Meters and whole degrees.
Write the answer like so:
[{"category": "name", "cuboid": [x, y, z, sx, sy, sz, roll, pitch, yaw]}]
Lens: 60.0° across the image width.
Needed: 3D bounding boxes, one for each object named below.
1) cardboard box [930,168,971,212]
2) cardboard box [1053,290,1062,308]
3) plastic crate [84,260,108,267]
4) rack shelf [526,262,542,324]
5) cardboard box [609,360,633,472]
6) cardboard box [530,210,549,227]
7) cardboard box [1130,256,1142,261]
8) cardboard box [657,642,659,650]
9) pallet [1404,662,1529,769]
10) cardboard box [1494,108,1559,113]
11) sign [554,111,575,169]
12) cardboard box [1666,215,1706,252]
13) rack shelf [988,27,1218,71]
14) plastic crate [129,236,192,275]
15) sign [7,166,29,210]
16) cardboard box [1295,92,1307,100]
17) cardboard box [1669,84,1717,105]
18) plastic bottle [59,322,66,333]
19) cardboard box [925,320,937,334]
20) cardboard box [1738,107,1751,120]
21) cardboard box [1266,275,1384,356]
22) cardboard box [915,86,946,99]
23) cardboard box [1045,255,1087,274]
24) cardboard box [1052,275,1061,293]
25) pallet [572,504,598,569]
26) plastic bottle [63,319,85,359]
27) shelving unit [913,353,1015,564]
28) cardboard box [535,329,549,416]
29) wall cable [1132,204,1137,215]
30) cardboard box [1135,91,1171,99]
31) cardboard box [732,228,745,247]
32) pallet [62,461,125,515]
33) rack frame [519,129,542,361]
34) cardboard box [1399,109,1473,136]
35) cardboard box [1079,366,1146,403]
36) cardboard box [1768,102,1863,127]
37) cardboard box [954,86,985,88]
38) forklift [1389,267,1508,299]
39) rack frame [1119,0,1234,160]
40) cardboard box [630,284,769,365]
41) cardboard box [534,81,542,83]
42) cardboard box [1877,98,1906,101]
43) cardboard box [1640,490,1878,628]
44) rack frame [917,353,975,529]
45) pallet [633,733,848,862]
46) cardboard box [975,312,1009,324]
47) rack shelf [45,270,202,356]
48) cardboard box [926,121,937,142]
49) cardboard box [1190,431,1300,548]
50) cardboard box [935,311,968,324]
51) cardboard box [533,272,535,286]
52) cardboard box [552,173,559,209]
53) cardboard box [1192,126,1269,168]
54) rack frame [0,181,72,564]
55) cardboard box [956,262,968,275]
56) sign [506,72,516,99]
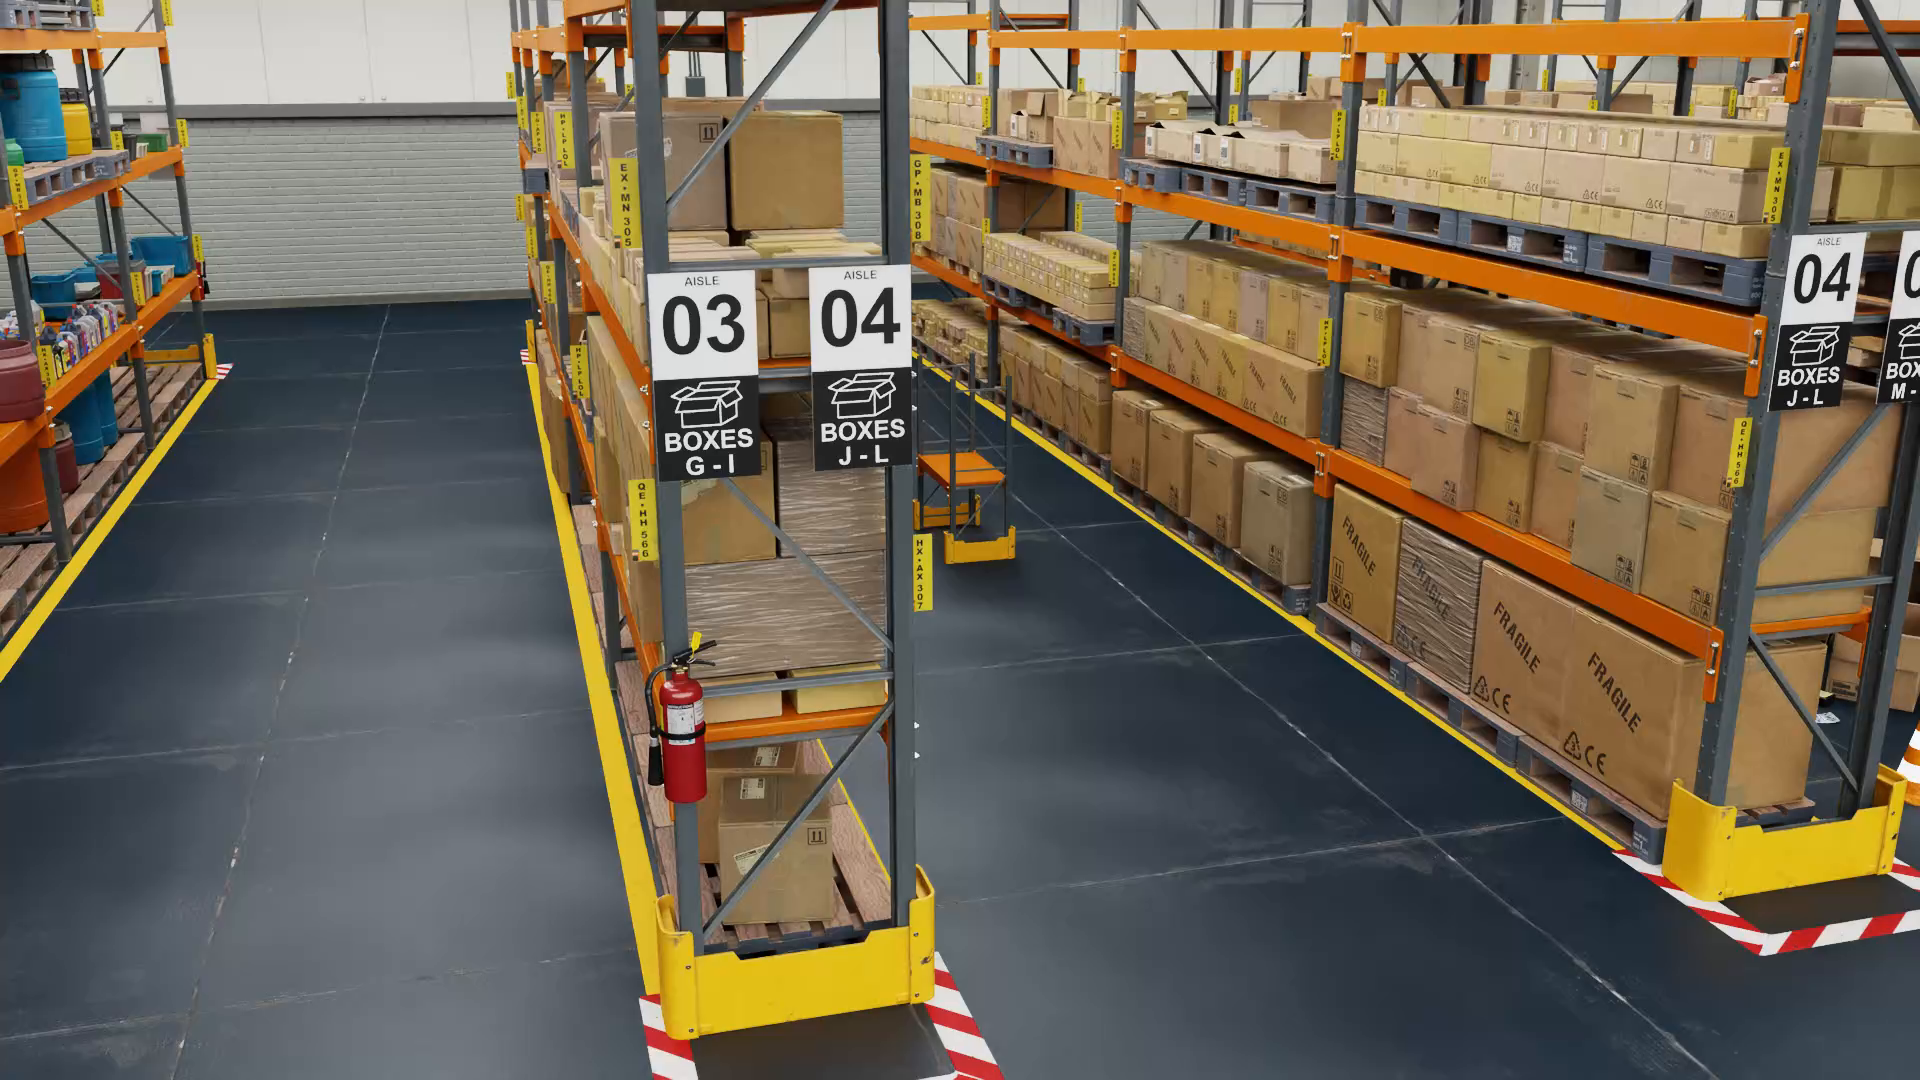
[{"category": "cardboard box", "cuboid": [-0.150, -4.437, 21.081, 0.500, 0.500, 0.500, -5, 17, -16]}, {"category": "cardboard box", "cuboid": [1.134, -2.375, 16.352, 0.380, 0.149, 0.250, -5, 17, -16]}, {"category": "plastic crate", "cuboid": [-9.911, -3.114, 19.293, 0.416, 0.233, 0.300, -5, 17, -15]}, {"category": "rack shelf", "cuboid": [-4.531, -2.936, 19.763, 1.077, 0.370, 4.000, -5, 17, -15]}, {"category": "cardboard box", "cuboid": [-1.480, -0.625, 8.391, 0.500, 0.500, 0.500, -5, 17, -15]}, {"category": "cardboard box", "cuboid": [-4.499, -3.402, 18.504, 0.500, 0.500, 0.500, -5, 17, -15]}, {"category": "cardboard box", "cuboid": [1.762, -2.710, 16.431, 0.380, 0.149, 0.250, -5, 18, -18]}, {"category": "cardboard box", "cuboid": [-1.201, 0.445, 7.693, 0.380, 0.149, 0.250, -5, 17, -15]}, {"category": "pallet", "cuboid": [3.486, 1.011, 10.218, 1.003, 0.211, 1.213, -5, 17, -15]}, {"category": "cardboard box", "cuboid": [3.558, -2.611, 10.361, 0.380, 0.149, 0.250, -5, 17, -15]}, {"category": "sign", "cuboid": [-2.316, -2.342, 9.739, 0.100, 0.325, 0.005, -5, 17, -15]}, {"category": "cardboard box", "cuboid": [3.627, -1.473, 7.959, 0.380, 0.149, 0.250, -5, 17, -15]}, {"category": "rack shelf", "cuboid": [1.365, -4.875, 16.486, 1.077, 0.370, 4.000, -5, 17, -15]}, {"category": "plastic crate", "cuboid": [-9.572, -3.410, 19.925, 0.616, 0.435, 0.499, -5, 17, -15]}, {"category": "sign", "cuboid": [-7.118, -2.661, 12.566, 0.100, 0.325, 0.005, -5, 17, -15]}, {"category": "cardboard box", "cuboid": [4.811, -5.842, 22.224, 0.500, 0.311, 0.500, -4, 17, -14]}, {"category": "cardboard box", "cuboid": [9.800, -5.911, 22.078, 0.500, 0.250, 0.500, -5, 17, -16]}, {"category": "plastic bottle", "cuboid": [-8.100, -1.834, 15.067, 0.097, 0.271, 0.097, 0, 17, 0]}, {"category": "cardboard box", "cuboid": [-0.248, -2.791, 21.736, 0.380, 0.149, 0.250, -4, 17, -14]}, {"category": "cardboard box", "cuboid": [10.018, -5.356, 20.886, 0.380, 0.149, 0.250, -4, 17, -14]}, {"category": "cardboard box", "cuboid": [2.728, -1.684, 12.434, 0.700, 0.500, 0.500, -5, 17, -16]}, {"category": "cardboard box", "cuboid": [-0.357, -5.733, 21.307, 0.380, 0.149, 0.250, -5, 17, -15]}, {"category": "cardboard box", "cuboid": [1.062, -2.733, 16.509, 0.380, 0.149, 0.250, -5, 17, -15]}, {"category": "cardboard box", "cuboid": [1.123, -2.525, 16.332, 0.380, 0.149, 0.250, -5, 17, -15]}, {"category": "pallet", "cuboid": [-2.669, -0.069, 13.816, 1.003, 0.211, 1.213, -5, 17, -15]}, {"category": "plastic bottle", "cuboid": [-7.874, -1.779, 14.747, 0.144, 0.351, 0.185, -5, 17, -15]}, {"category": "shelving unit", "cuboid": [0.021, -0.697, 13.666, 0.587, 1.500, 1.083, -5, 17, -15]}, {"category": "cardboard box", "cuboid": [-3.787, -1.735, 17.479, 1.225, 0.875, 0.875, -5, 17, -15]}, {"category": "wall cable", "cuboid": [2.875, -6.677, 29.145, 0.585, 1.953, 0.123, -5, 17, -15]}, {"category": "cardboard box", "cuboid": [1.818, -4.180, 15.935, 0.396, 0.266, 0.258, -5, 17, -15]}, {"category": "cardboard box", "cuboid": [-0.862, -1.421, 7.821, 0.380, 0.149, 0.250, -6, 18, -18]}, {"category": "pallet", "cuboid": [-8.233, -0.446, 15.068, 1.003, 0.211, 1.213, -5, 17, -15]}, {"category": "rack frame", "cuboid": [-5.081, -3.834, 21.501, 1.000, 3.000, 0.127, -5, 17, -15]}, {"category": "cardboard box", "cuboid": [2.927, -2.558, 10.186, 0.380, 0.149, 0.250, -5, 17, -16]}, {"category": "cardboard box", "cuboid": [1.474, -1.517, 16.099, 0.500, 0.250, 0.500, -5, 17, -17]}, {"category": "cardboard box", "cuboid": [7.162, -3.534, 13.951, 0.500, 0.250, 0.500, -4, 17, -14]}, {"category": "cardboard box", "cuboid": [0.135, -5.778, 21.456, 0.380, 0.149, 0.250, -5, 17, -17]}, {"category": "forklift", "cuboid": [4.612, -1.881, 15.120, 1.130, 2.935, 3.031, -5, 17, -16]}, {"category": "rack frame", "cuboid": [1.914, -4.858, 14.484, 1.000, 3.000, 0.127, -5, 17, -15]}, {"category": "cardboard box", "cuboid": [-1.061, -0.886, 6.735, 0.500, 0.250, 0.500, -4, 17, -14]}, {"category": "cardboard box", "cuboid": [-4.659, -5.123, 19.502, 0.700, 0.500, 0.500, -6, 18, -19]}, {"category": "cardboard box", "cuboid": [10.962, -5.114, 19.565, 0.380, 0.149, 0.250, -4, 17, -14]}, {"category": "cardboard box", "cuboid": [3.967, 0.057, 8.288, 0.875, 0.550, 0.550, -5, 17, -15]}, {"category": "rack frame", "cuboid": [-0.116, -0.835, 14.126, 0.500, 1.500, 0.032, -5, 17, -15]}, {"category": "pallet", "cuboid": [-1.226, 1.342, 9.117, 1.003, 0.211, 1.213, -5, 17, -15]}, {"category": "cardboard box", "cuboid": [0.415, -2.828, 21.346, 0.380, 0.149, 0.250, -5, 18, -17]}, {"category": "rack shelf", "cuboid": [-9.294, -2.544, 18.459, 1.077, 0.370, 4.000, -5, 17, -15]}, {"category": "cardboard box", "cuboid": [-0.112, -5.131, 20.866, 0.500, 0.250, 0.500, -5, 18, -17]}, {"category": "cardboard box", "cuboid": [2.495, -0.434, 13.364, 1.050, 0.750, 0.750, -5, 17, -15]}, {"category": "cardboard box", "cuboid": [-0.115, -2.861, 21.453, 0.380, 0.149, 0.250, -4, 17, -13]}, {"category": "cardboard box", "cuboid": [-4.734, -3.021, 19.232, 0.380, 0.149, 0.250, -5, 17, -16]}, {"category": "cardboard box", "cuboid": [-2.857, -2.694, 12.752, 0.500, 0.250, 0.500, -4, 17, -14]}, {"category": "cardboard box", "cuboid": [2.180, -3.130, 13.195, 0.500, 0.311, 0.500, -5, 17, -16]}, {"category": "rack frame", "cuboid": [-7.645, -1.229, 12.831, 1.000, 3.000, 0.127, -5, 17, -15]}, {"category": "cardboard box", "cuboid": [0.169, -3.319, 20.224, 0.380, 0.149, 0.250, -5, 18, -18]}, {"category": "sign", "cuboid": [-5.616, -5.685, 20.792, 0.100, 0.325, 0.005, -5, 17, -15]}]
